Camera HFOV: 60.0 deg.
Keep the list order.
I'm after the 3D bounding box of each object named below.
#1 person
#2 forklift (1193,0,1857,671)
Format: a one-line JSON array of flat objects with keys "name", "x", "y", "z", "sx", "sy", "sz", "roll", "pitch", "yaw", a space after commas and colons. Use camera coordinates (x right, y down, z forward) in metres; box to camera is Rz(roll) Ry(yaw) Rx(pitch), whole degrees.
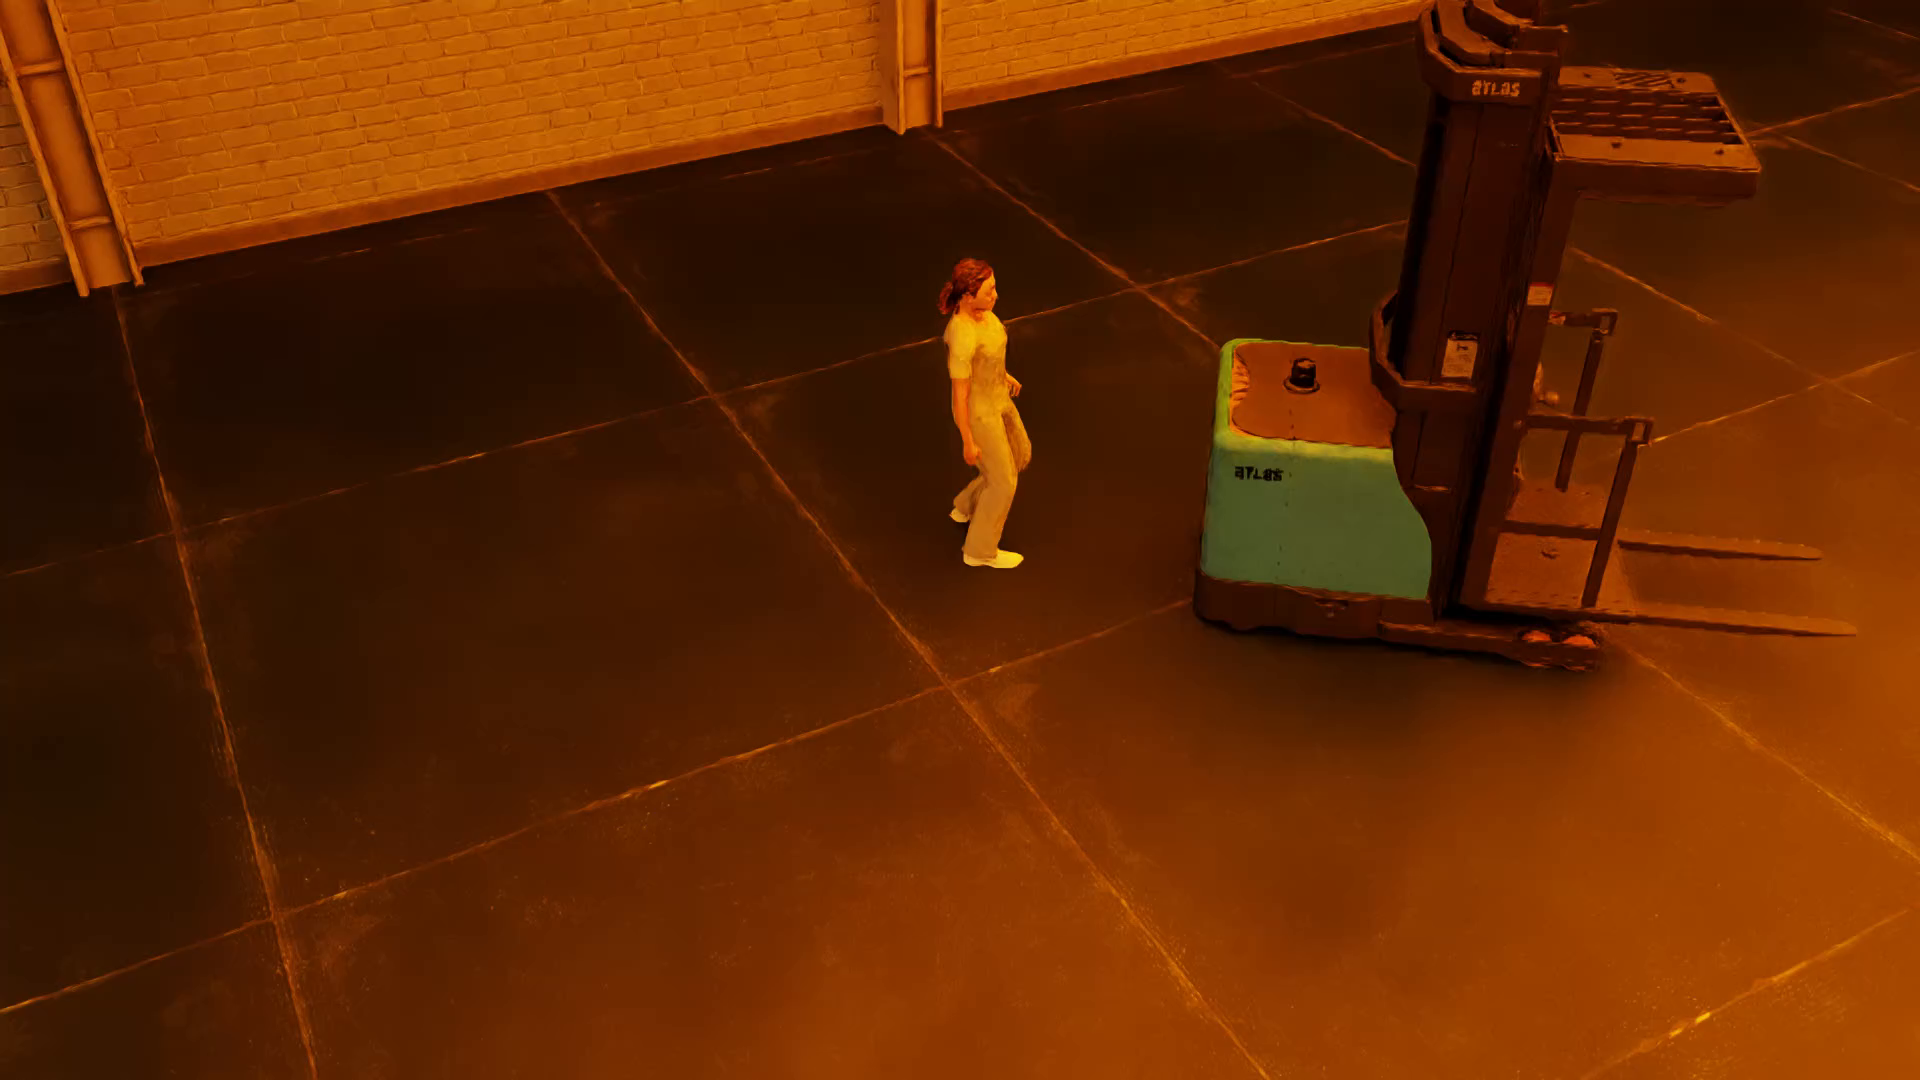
[{"name": "person", "x": 0.124, "y": -0.636, "z": 8.169, "sx": 0.480, "sy": 1.612, "sz": 0.648, "roll": 9, "pitch": 36, "yaw": 13}, {"name": "forklift", "x": 2.699, "y": -0.916, "z": 7.419, "sx": 3.031, "sy": 2.935, "sz": 1.130, "roll": 6, "pitch": 36, "yaw": 8}]
